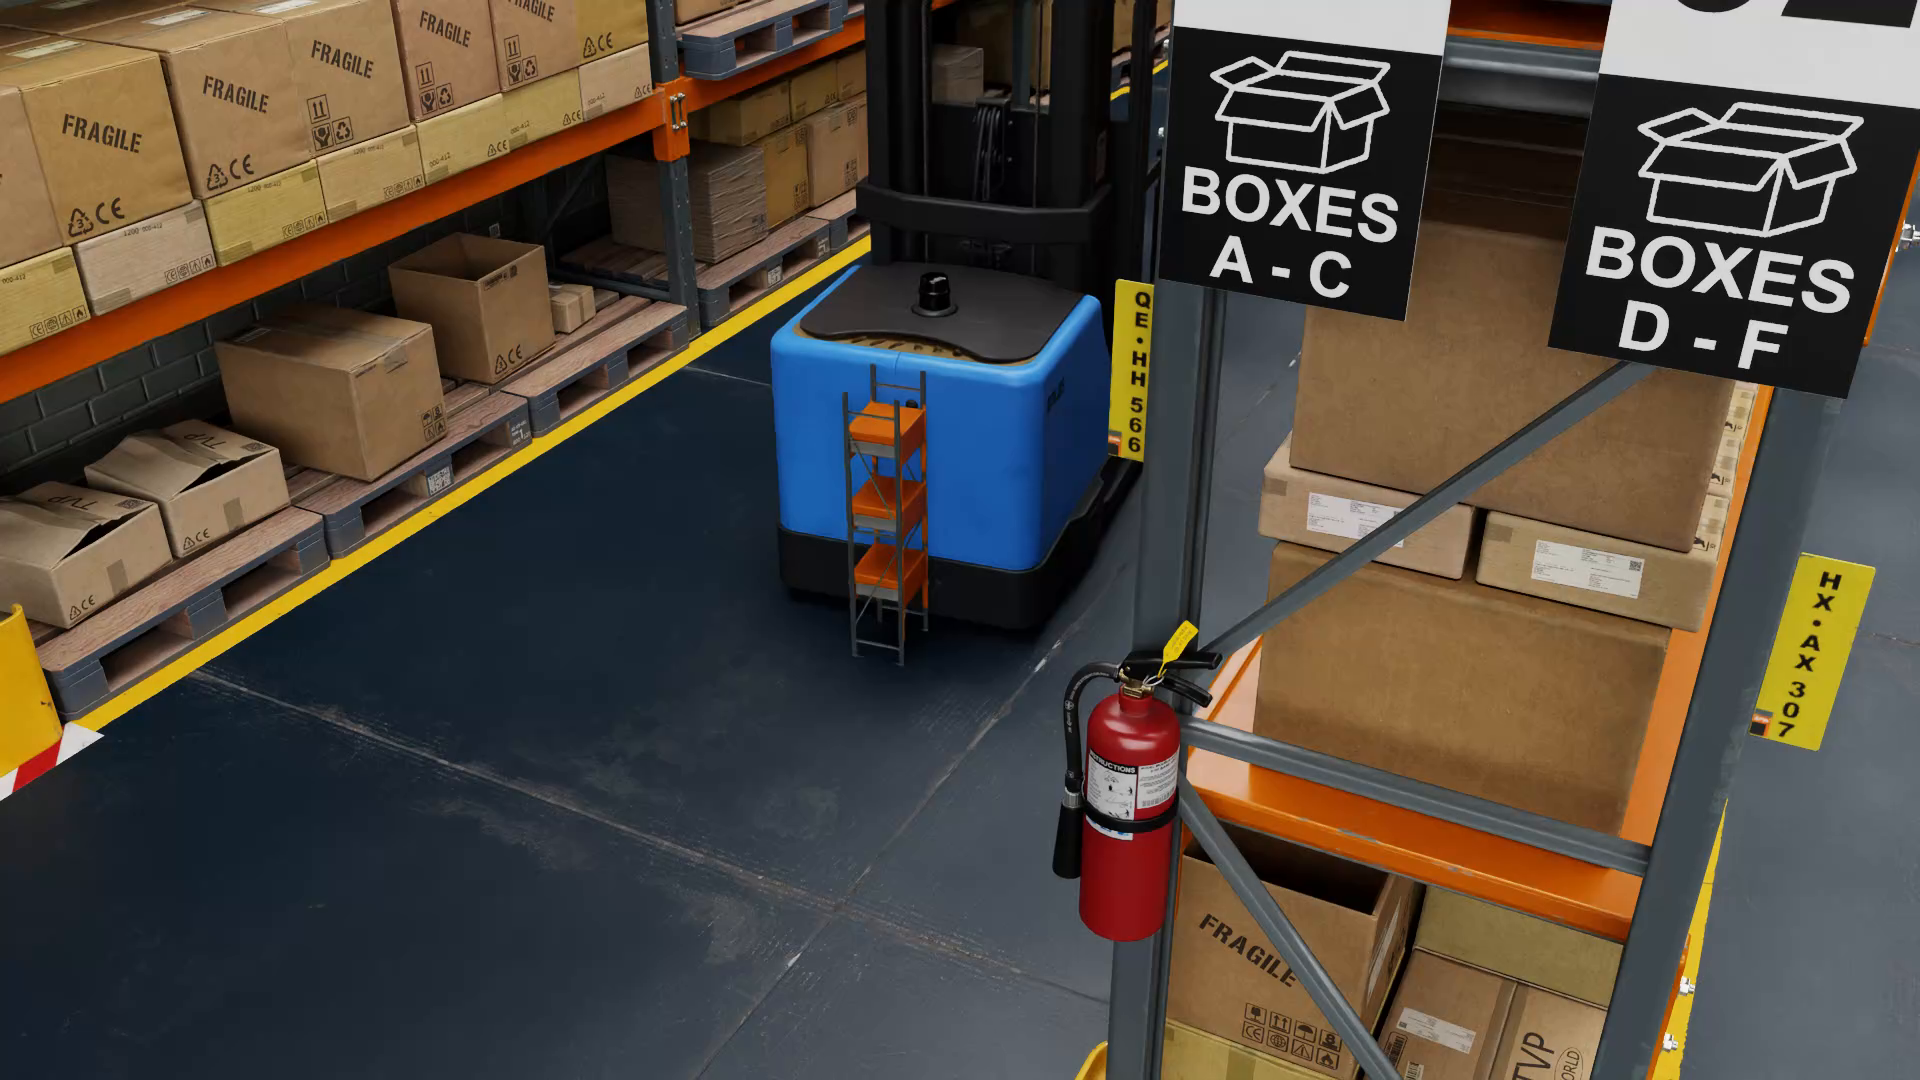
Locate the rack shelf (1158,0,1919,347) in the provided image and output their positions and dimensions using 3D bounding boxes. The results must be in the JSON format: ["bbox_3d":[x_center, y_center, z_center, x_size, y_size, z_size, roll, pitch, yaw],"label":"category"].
[{"bbox_3d":[1.693,-1.423,3.927,1.077,0.370,4.000,14,33,23],"label":"rack shelf"}]

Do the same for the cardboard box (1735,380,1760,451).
[{"bbox_3d":[1.502,-0.337,3.573,0.380,0.149,0.250,14,33,23],"label":"cardboard box"}]

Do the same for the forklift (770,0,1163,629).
[{"bbox_3d":[0.282,-1.667,6.710,1.130,2.935,3.031,10,31,17],"label":"forklift"}]

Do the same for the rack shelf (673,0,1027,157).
[{"bbox_3d":[-0.897,-3.018,9.716,1.077,0.370,4.000,14,33,23],"label":"rack shelf"}]

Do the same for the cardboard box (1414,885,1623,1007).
[{"bbox_3d":[1.450,0.728,4.057,0.500,0.500,0.500,14,33,23],"label":"cardboard box"}]

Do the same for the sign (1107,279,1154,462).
[{"bbox_3d":[0.305,-0.282,2.828,0.100,0.325,0.005,14,33,23],"label":"sign"}]

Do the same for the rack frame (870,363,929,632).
[{"bbox_3d":[-0.212,-0.132,5.926,0.200,1.050,0.008,10,31,17],"label":"rack frame"}]

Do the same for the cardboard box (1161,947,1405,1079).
[{"bbox_3d":[0.763,1.158,4.061,0.500,0.250,0.500,14,33,23],"label":"cardboard box"}]

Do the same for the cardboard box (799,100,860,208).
[{"bbox_3d":[-1.028,-2.338,9.877,0.700,0.500,0.500,15,33,24],"label":"cardboard box"}]

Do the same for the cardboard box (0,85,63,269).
[{"bbox_3d":[-3.145,-1.082,5.000,0.500,0.500,0.500,14,33,23],"label":"cardboard box"}]

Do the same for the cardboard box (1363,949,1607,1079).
[{"bbox_3d":[1.224,1.275,3.857,0.500,0.250,0.500,14,33,23],"label":"cardboard box"}]

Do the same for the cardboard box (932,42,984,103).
[{"bbox_3d":[-0.267,-2.992,11.017,0.700,0.500,0.500,15,33,24],"label":"cardboard box"}]

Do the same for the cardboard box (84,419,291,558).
[{"bbox_3d":[-2.975,-0.234,6.403,0.500,0.311,0.500,17,34,27],"label":"cardboard box"}]

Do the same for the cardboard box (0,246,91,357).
[{"bbox_3d":[-3.125,-0.758,5.188,0.500,0.250,0.500,13,32,22],"label":"cardboard box"}]

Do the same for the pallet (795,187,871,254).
[{"bbox_3d":[-0.900,-2.122,10.234,1.003,0.211,1.213,14,33,23],"label":"pallet"}]

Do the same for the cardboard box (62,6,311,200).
[{"bbox_3d":[-2.670,-1.527,5.774,0.500,0.500,0.500,13,32,22],"label":"cardboard box"}]

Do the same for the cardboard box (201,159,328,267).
[{"bbox_3d":[-2.664,-1.216,5.986,0.500,0.250,0.500,14,33,23],"label":"cardboard box"}]

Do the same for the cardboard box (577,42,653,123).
[{"bbox_3d":[-1.754,-2.108,7.540,0.500,0.250,0.500,14,33,23],"label":"cardboard box"}]

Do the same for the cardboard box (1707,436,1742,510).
[{"bbox_3d":[1.270,-0.115,3.187,0.380,0.149,0.250,13,32,22],"label":"cardboard box"}]

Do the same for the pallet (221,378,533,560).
[{"bbox_3d":[-2.637,-0.385,7.209,1.003,0.211,1.213,14,33,23],"label":"pallet"}]

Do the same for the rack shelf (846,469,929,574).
[{"bbox_3d":[-0.253,-0.066,5.832,0.215,0.259,0.240,10,31,17],"label":"rack shelf"}]

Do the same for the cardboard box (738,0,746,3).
[{"bbox_3d":[-1.284,-3.141,8.666,0.700,0.500,0.500,18,34,28],"label":"cardboard box"}]

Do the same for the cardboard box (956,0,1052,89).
[{"bbox_3d":[0.466,-3.763,12.027,0.750,0.750,0.750,14,33,23],"label":"cardboard box"}]

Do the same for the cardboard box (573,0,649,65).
[{"bbox_3d":[-1.748,-2.432,7.351,0.500,0.500,0.500,14,33,23],"label":"cardboard box"}]

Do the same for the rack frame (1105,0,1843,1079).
[{"bbox_3d":[0.779,0.451,2.952,0.949,2.616,0.053,14,33,23],"label":"rack frame"}]

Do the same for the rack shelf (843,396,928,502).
[{"bbox_3d":[-0.253,-0.312,5.691,0.215,0.259,0.240,10,31,17],"label":"rack shelf"}]

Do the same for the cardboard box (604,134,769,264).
[{"bbox_3d":[-1.487,-1.880,9.080,0.700,0.500,0.500,15,33,25],"label":"cardboard box"}]

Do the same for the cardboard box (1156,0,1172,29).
[{"bbox_3d":[1.254,-4.527,13.359,0.750,0.750,0.750,15,33,25],"label":"cardboard box"}]

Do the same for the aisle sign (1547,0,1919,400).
[{"bbox_3d":[1.024,-0.577,2.131,0.394,0.787,0.004,14,33,23],"label":"aisle sign"}]

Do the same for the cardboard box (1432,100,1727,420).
[{"bbox_3d":[1.265,-0.616,3.407,0.700,0.500,0.500,13,32,22],"label":"cardboard box"}]

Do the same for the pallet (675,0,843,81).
[{"bbox_3d":[-1.330,-2.666,8.573,1.003,0.211,1.213,14,33,23],"label":"pallet"}]

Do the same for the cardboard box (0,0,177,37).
[{"bbox_3d":[-3.135,-1.647,5.984,0.500,0.500,0.500,13,32,22],"label":"cardboard box"}]

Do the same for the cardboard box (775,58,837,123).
[{"bbox_3d":[-1.056,-2.633,9.638,0.500,0.250,0.500,13,32,22],"label":"cardboard box"}]

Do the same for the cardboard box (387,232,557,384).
[{"bbox_3d":[-2.245,-1.081,7.688,0.500,0.500,0.500,12,32,20],"label":"cardboard box"}]

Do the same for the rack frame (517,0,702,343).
[{"bbox_3d":[-1.808,-2.443,7.993,1.000,3.000,0.127,14,33,23],"label":"rack frame"}]

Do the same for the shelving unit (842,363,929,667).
[{"bbox_3d":[-0.253,-0.075,5.827,0.215,1.050,0.252,10,31,17],"label":"shelving unit"}]

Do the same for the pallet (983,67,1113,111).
[{"bbox_3d":[0.441,-3.340,12.354,1.003,0.211,1.213,14,33,23],"label":"pallet"}]

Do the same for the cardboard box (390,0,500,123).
[{"bbox_3d":[-2.209,-1.989,6.579,0.500,0.500,0.500,13,32,22],"label":"cardboard box"}]

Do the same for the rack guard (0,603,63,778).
[{"bbox_3d":[-3.595,0.380,5.586,1.175,0.500,0.348,14,33,23],"label":"rack guard"}]

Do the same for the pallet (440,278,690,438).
[{"bbox_3d":[-2.082,-0.928,8.155,1.003,0.211,1.213,14,33,23],"label":"pallet"}]

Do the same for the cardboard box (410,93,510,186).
[{"bbox_3d":[-2.203,-1.663,6.764,0.500,0.250,0.500,14,33,23],"label":"cardboard box"}]
